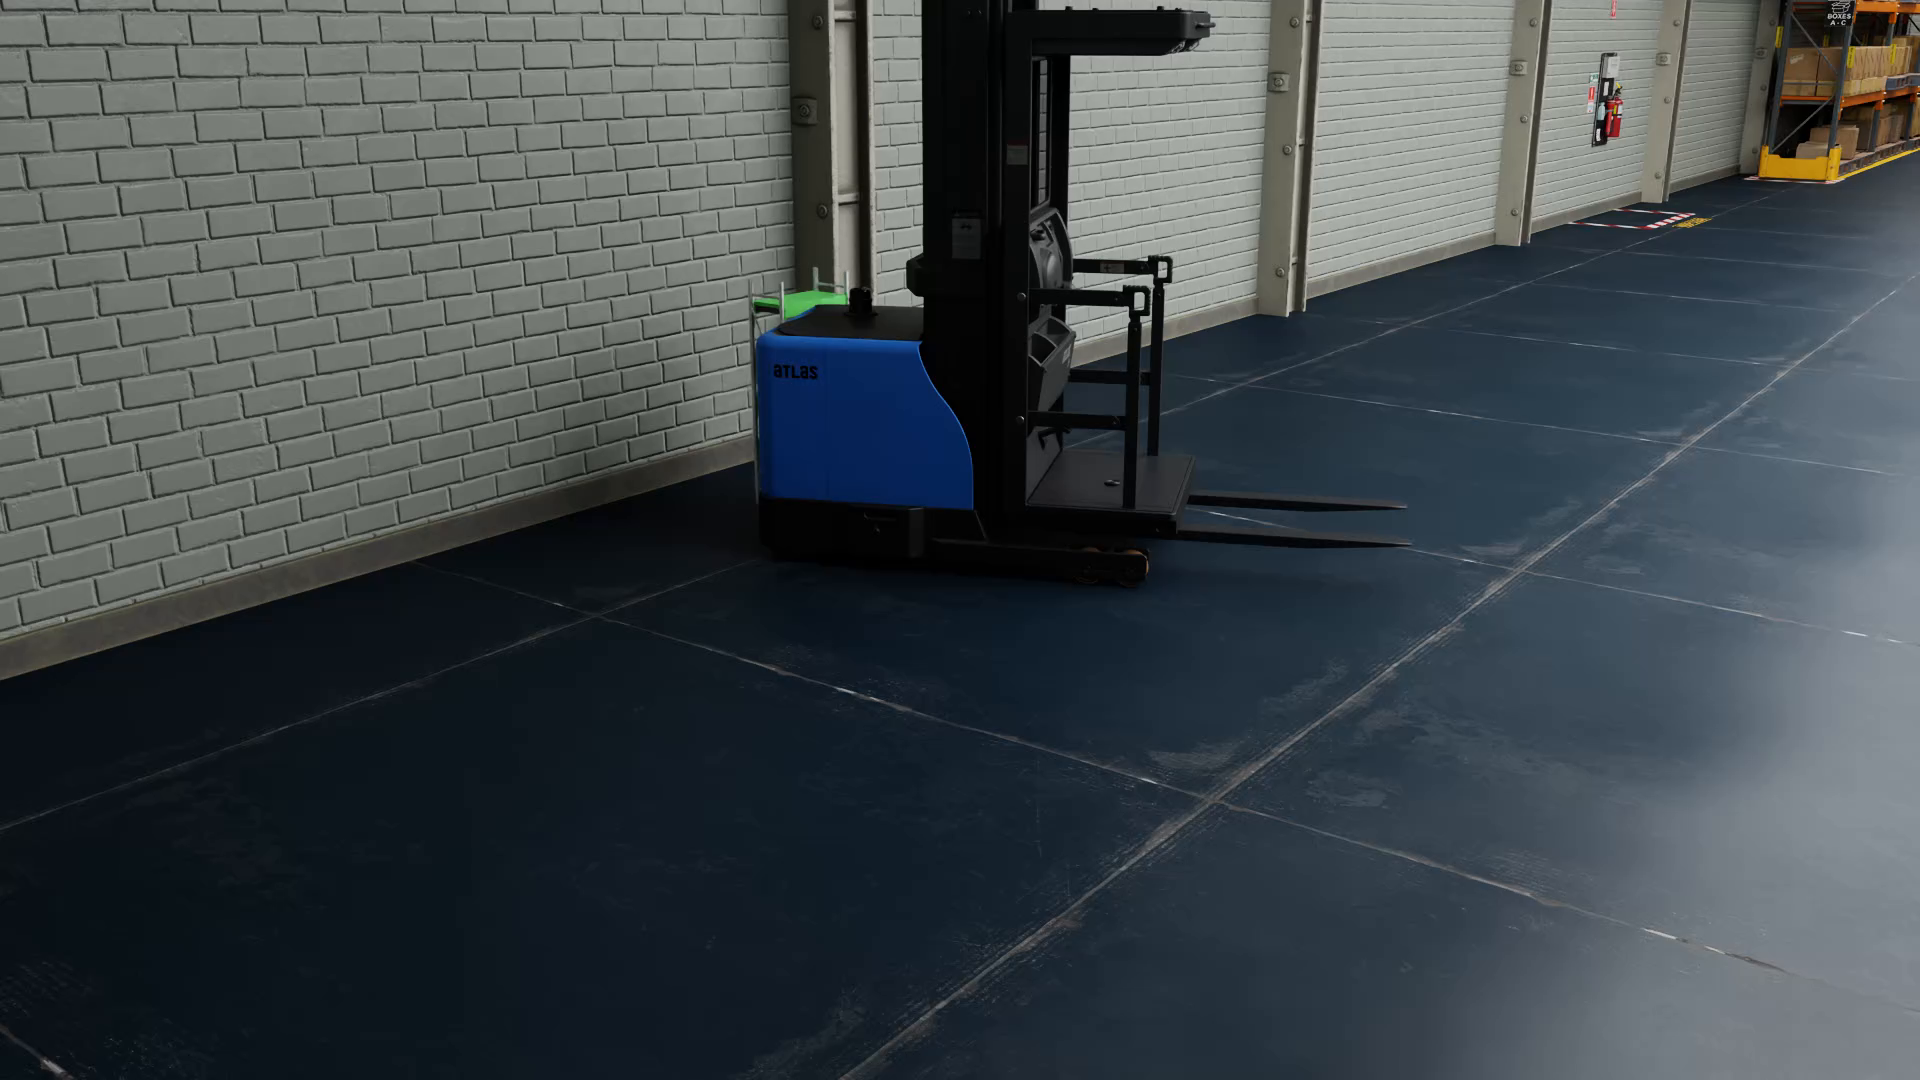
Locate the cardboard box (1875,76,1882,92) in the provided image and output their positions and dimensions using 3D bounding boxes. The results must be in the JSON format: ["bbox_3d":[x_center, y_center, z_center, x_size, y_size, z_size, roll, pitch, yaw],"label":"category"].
[{"bbox_3d":[15.886,-8.032,29.270,0.500,0.250,0.500,13,21,35],"label":"cardboard box"}]

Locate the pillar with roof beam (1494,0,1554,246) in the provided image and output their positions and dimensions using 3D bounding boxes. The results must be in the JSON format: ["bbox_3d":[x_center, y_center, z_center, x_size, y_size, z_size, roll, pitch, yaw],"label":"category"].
[{"bbox_3d":[9.874,-6.991,15.582,9.100,9.000,0.400,12,21,35],"label":"pillar with roof beam"}]

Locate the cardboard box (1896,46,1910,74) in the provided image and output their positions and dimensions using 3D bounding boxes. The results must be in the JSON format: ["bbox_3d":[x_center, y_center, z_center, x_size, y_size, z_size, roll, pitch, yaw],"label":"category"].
[{"bbox_3d":[18.028,-9.337,32.341,0.700,0.500,0.500,10,20,30],"label":"cardboard box"}]

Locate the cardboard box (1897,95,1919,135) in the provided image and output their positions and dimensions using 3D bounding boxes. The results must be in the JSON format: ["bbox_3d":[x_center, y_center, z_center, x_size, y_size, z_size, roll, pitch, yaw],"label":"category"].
[{"bbox_3d":[19.682,-8.864,34.646,0.750,0.750,0.750,12,21,34],"label":"cardboard box"}]

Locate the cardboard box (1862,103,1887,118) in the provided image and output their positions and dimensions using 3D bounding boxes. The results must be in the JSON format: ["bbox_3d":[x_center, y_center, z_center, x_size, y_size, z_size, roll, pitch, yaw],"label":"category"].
[{"bbox_3d":[17.532,-8.276,32.045,0.500,0.250,0.500,12,21,34],"label":"cardboard box"}]

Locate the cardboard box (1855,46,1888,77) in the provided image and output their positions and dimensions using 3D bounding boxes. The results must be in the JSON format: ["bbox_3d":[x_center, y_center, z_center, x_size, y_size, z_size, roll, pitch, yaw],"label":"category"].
[{"bbox_3d":[15.902,-8.387,29.147,0.500,0.500,0.500,12,21,34],"label":"cardboard box"}]

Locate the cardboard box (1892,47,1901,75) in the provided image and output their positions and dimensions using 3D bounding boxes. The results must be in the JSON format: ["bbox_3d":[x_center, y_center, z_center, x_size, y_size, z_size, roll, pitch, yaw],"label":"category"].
[{"bbox_3d":[17.265,-9.045,31.402,0.700,0.500,0.500,16,24,42],"label":"cardboard box"}]

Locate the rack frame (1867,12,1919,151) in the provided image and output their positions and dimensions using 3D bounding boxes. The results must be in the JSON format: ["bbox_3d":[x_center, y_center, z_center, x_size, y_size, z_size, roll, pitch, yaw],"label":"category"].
[{"bbox_3d":[18.611,-9.330,33.231,1.000,3.000,0.127,12,21,35],"label":"rack frame"}]

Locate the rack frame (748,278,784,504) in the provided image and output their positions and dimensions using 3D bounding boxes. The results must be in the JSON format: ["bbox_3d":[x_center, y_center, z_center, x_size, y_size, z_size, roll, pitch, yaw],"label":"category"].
[{"bbox_3d":[-0.989,-0.747,8.627,0.240,1.200,0.015,13,22,36],"label":"rack frame"}]

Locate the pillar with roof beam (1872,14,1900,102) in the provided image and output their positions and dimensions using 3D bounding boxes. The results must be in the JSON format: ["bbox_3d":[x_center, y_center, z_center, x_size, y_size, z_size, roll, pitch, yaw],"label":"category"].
[{"bbox_3d":[24.174,-12.707,33.989,9.100,9.000,0.400,12,21,35],"label":"pillar with roof beam"}]

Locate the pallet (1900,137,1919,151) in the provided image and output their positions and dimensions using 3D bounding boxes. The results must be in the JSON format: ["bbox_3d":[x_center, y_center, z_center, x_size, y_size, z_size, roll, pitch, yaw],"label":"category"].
[{"bbox_3d":[19.142,-8.173,34.207,1.003,0.211,1.213,12,21,35],"label":"pallet"}]

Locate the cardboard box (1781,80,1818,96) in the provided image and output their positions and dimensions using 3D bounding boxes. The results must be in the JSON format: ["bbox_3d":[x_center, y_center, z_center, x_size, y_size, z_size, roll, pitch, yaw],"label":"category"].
[{"bbox_3d":[13.967,-7.508,27.584,0.500,0.250,0.500,13,21,35],"label":"cardboard box"}]

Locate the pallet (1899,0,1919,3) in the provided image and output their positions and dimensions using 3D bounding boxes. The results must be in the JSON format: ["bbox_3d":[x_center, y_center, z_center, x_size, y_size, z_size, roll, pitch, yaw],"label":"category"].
[{"bbox_3d":[16.681,-9.849,30.159,1.213,0.211,1.003,12,21,35],"label":"pallet"}]

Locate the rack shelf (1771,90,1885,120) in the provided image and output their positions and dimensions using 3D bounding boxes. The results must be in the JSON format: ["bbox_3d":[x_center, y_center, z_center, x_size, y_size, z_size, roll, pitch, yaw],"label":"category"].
[{"bbox_3d":[15.036,-7.558,28.736,1.077,0.370,4.000,12,21,35],"label":"rack shelf"}]

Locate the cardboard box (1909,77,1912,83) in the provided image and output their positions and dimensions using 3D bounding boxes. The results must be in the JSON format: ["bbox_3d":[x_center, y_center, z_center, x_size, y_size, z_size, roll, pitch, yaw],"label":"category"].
[{"bbox_3d":[18.993,-9.257,33.386,0.380,0.149,0.250,12,21,34],"label":"cardboard box"}]

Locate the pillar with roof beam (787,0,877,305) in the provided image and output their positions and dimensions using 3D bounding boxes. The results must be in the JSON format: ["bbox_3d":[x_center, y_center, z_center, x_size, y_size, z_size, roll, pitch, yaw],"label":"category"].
[{"bbox_3d":[2.724,-4.133,6.378,9.100,9.000,0.400,12,21,35],"label":"pillar with roof beam"}]

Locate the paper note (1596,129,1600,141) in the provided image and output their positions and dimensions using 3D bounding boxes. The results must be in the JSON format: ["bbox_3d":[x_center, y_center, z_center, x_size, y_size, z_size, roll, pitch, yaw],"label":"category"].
[{"bbox_3d":[8.328,-5.283,21.683,0.016,0.148,0.142,12,21,35],"label":"paper note"}]

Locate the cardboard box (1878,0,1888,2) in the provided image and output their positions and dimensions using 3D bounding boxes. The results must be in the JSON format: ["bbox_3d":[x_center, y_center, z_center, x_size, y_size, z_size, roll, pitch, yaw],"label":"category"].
[{"bbox_3d":[15.814,-9.585,28.792,0.500,0.500,0.500,10,20,30],"label":"cardboard box"}]

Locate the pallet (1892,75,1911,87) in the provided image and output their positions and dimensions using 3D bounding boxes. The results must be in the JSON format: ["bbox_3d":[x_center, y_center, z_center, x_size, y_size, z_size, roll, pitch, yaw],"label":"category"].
[{"bbox_3d":[17.465,-8.760,31.718,1.003,0.211,1.213,12,21,35],"label":"pallet"}]

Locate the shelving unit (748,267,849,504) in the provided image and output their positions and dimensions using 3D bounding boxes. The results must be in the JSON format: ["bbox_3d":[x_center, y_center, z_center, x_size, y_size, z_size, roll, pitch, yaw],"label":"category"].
[{"bbox_3d":[-0.838,-0.804,8.810,0.258,1.200,0.503,13,22,36],"label":"shelving unit"}]

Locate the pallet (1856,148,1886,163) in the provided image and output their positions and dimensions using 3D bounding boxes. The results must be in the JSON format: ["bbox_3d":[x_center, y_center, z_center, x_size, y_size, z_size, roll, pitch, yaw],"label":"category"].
[{"bbox_3d":[16.691,-7.232,31.175,1.003,0.211,1.213,12,21,35],"label":"pallet"}]

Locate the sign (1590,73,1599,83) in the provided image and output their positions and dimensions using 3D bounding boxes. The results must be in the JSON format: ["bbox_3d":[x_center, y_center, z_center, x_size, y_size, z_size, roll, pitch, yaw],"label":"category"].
[{"bbox_3d":[8.087,-5.890,21.198,0.001,0.109,0.331,12,21,35],"label":"sign"}]

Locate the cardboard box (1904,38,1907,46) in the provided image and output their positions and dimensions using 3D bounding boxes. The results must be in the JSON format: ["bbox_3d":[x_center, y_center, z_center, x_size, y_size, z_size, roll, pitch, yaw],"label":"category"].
[{"bbox_3d":[18.430,-9.811,32.773,0.380,0.149,0.250,9,20,28],"label":"cardboard box"}]

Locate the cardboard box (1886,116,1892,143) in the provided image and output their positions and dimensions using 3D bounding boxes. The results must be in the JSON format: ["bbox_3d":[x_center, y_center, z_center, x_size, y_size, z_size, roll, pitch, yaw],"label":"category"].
[{"bbox_3d":[17.824,-8.064,32.626,0.700,0.500,0.500,12,21,35],"label":"cardboard box"}]

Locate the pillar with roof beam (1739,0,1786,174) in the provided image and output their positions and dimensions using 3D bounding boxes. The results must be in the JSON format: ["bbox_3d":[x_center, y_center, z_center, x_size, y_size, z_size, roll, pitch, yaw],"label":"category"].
[{"bbox_3d":[17.024,-9.849,24.785,9.100,9.000,0.400,12,21,35],"label":"pillar with roof beam"}]

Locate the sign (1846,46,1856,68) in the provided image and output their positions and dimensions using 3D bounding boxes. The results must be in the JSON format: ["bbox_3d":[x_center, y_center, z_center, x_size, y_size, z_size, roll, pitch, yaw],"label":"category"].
[{"bbox_3d":[14.280,-7.743,26.659,0.100,0.325,0.005,12,21,35],"label":"sign"}]

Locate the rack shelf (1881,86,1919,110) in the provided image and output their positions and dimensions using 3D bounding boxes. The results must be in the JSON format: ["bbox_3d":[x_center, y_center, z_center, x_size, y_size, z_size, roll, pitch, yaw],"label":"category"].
[{"bbox_3d":[17.420,-8.510,31.804,1.077,0.370,4.000,12,21,35],"label":"rack shelf"}]

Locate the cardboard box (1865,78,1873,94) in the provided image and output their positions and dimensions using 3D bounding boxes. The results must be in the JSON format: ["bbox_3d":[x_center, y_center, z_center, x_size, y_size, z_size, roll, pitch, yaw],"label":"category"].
[{"bbox_3d":[15.300,-7.789,28.489,0.500,0.250,0.500,13,21,35],"label":"cardboard box"}]

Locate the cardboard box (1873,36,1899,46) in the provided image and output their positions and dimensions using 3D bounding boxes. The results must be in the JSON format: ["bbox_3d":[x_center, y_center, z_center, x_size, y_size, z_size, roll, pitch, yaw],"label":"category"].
[{"bbox_3d":[18.673,-10.042,33.554,0.500,0.250,0.500,13,22,36],"label":"cardboard box"}]

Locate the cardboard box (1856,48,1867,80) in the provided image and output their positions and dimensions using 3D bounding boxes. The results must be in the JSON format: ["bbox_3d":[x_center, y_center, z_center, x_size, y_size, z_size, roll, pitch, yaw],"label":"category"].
[{"bbox_3d":[14.673,-7.898,27.572,0.500,0.500,0.500,12,21,35],"label":"cardboard box"}]

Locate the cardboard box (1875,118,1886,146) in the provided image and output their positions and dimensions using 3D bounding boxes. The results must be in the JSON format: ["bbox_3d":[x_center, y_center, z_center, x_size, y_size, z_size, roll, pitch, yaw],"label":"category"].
[{"bbox_3d":[17.257,-7.819,31.836,0.700,0.500,0.500,13,21,35],"label":"cardboard box"}]

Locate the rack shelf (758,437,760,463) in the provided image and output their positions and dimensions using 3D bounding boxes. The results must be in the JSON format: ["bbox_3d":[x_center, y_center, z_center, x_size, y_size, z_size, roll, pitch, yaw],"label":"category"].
[{"bbox_3d":[-0.838,-0.514,8.900,0.258,0.148,0.480,13,22,36],"label":"rack shelf"}]

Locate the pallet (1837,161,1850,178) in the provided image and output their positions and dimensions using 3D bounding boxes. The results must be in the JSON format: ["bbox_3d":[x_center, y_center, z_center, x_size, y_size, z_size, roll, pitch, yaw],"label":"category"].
[{"bbox_3d":[14.402,-6.299,28.170,1.003,0.211,1.213,12,21,35],"label":"pallet"}]

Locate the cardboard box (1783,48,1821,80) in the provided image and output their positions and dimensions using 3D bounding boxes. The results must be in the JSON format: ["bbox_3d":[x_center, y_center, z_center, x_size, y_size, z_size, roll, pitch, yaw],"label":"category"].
[{"bbox_3d":[13.955,-7.871,27.486,0.500,0.500,0.500,12,21,34],"label":"cardboard box"}]

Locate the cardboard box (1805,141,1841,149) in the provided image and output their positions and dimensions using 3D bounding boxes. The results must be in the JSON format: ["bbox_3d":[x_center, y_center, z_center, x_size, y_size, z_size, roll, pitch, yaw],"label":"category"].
[{"bbox_3d":[14.669,-6.636,28.346,0.500,0.311,0.500,15,22,39],"label":"cardboard box"}]

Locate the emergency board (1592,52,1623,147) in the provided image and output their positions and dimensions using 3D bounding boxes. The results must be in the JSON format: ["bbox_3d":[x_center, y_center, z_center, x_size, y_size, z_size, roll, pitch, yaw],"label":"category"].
[{"bbox_3d":[8.489,-5.734,21.649,0.194,1.169,0.643,12,21,35],"label":"emergency board"}]

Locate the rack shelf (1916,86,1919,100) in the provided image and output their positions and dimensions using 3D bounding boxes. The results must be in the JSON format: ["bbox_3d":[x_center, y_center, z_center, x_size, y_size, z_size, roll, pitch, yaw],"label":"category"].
[{"bbox_3d":[19.803,-9.463,34.872,1.077,0.370,4.000,12,21,35],"label":"rack shelf"}]

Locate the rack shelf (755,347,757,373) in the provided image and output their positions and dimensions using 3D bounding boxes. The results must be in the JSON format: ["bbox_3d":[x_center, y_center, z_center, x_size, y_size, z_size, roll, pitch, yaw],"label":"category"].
[{"bbox_3d":[-0.838,-0.972,8.758,0.258,0.148,0.480,13,22,36],"label":"rack shelf"}]

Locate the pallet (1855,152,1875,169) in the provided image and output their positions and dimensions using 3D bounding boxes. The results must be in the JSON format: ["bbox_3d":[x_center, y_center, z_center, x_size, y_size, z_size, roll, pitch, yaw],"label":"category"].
[{"bbox_3d":[15.856,-6.880,30.042,1.003,0.211,1.213,12,21,35],"label":"pallet"}]

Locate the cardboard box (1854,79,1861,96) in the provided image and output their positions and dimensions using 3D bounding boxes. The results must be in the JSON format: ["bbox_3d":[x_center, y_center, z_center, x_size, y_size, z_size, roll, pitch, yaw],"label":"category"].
[{"bbox_3d":[14.688,-7.549,27.715,0.500,0.250,0.500,12,21,33],"label":"cardboard box"}]

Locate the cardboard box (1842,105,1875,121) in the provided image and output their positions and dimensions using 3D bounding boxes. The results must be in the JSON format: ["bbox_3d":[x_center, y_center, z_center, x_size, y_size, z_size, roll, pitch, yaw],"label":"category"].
[{"bbox_3d":[16.913,-8.036,31.271,0.500,0.250,0.500,12,21,34],"label":"cardboard box"}]

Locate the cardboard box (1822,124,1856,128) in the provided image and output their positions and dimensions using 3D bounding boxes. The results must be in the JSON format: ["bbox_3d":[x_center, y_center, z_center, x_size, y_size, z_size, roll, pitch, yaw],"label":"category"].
[{"bbox_3d":[15.642,-7.140,29.650,0.500,0.500,0.500,11,20,31],"label":"cardboard box"}]

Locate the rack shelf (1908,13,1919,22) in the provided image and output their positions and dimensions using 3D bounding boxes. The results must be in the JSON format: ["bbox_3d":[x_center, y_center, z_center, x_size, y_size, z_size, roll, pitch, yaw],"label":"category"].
[{"bbox_3d":[22.186,-11.848,37.495,1.077,0.370,4.000,12,21,35],"label":"rack shelf"}]

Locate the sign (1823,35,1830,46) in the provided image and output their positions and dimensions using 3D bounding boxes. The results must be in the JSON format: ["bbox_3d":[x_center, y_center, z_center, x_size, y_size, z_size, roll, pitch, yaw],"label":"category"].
[{"bbox_3d":[15.780,-9.028,30.305,0.100,0.325,0.005,12,21,35],"label":"sign"}]

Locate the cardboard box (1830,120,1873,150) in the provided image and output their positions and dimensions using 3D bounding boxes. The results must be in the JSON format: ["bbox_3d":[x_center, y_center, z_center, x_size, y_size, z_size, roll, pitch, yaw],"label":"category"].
[{"bbox_3d":[16.653,-7.572,31.043,0.700,0.500,0.500,13,22,37],"label":"cardboard box"}]

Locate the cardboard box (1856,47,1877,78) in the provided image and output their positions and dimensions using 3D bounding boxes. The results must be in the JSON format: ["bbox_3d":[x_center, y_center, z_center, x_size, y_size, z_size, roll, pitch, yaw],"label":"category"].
[{"bbox_3d":[15.284,-8.145,28.368,0.500,0.500,0.500,13,22,36],"label":"cardboard box"}]

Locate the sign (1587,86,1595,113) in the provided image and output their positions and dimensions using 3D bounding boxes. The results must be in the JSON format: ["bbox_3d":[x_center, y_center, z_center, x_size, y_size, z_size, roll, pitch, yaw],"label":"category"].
[{"bbox_3d":[8.077,-5.637,21.278,0.001,0.329,0.234,12,21,35],"label":"sign"}]

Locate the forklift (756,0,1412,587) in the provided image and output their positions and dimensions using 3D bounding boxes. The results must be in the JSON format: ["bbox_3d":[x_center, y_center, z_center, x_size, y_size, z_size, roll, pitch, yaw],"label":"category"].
[{"bbox_3d":[0.611,-1.360,7.680,3.031,2.935,1.130,4,18,12],"label":"forklift"}]

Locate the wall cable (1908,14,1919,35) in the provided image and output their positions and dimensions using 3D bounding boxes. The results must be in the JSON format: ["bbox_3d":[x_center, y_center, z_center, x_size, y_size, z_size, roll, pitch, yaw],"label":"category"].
[{"bbox_3d":[23.381,-12.193,40.737,0.084,1.984,1.851,12,21,35],"label":"wall cable"}]
